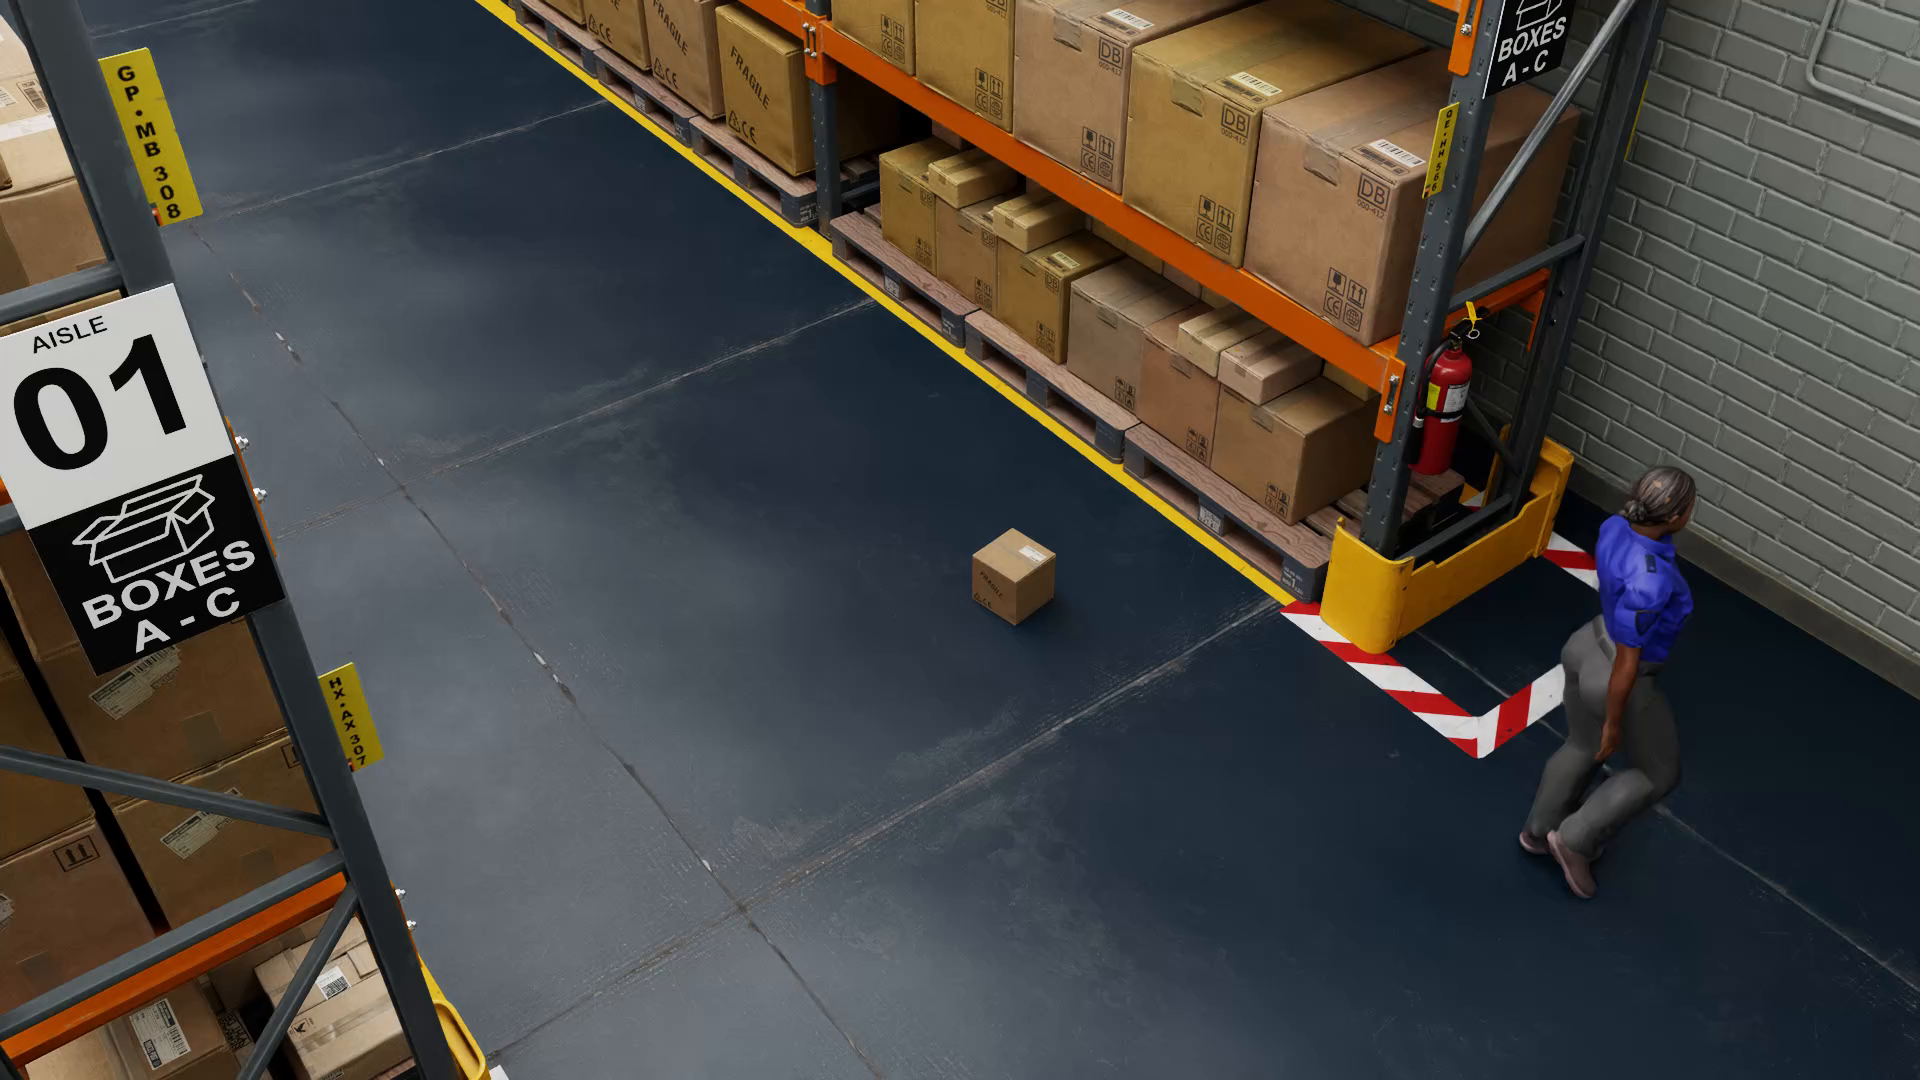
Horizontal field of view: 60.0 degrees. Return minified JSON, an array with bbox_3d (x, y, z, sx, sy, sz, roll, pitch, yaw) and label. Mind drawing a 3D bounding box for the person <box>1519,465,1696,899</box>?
[{"bbox_3d":[2.251,0.484,5.590,0.421,1.674,0.552,1,41,1],"label":"person"}]
